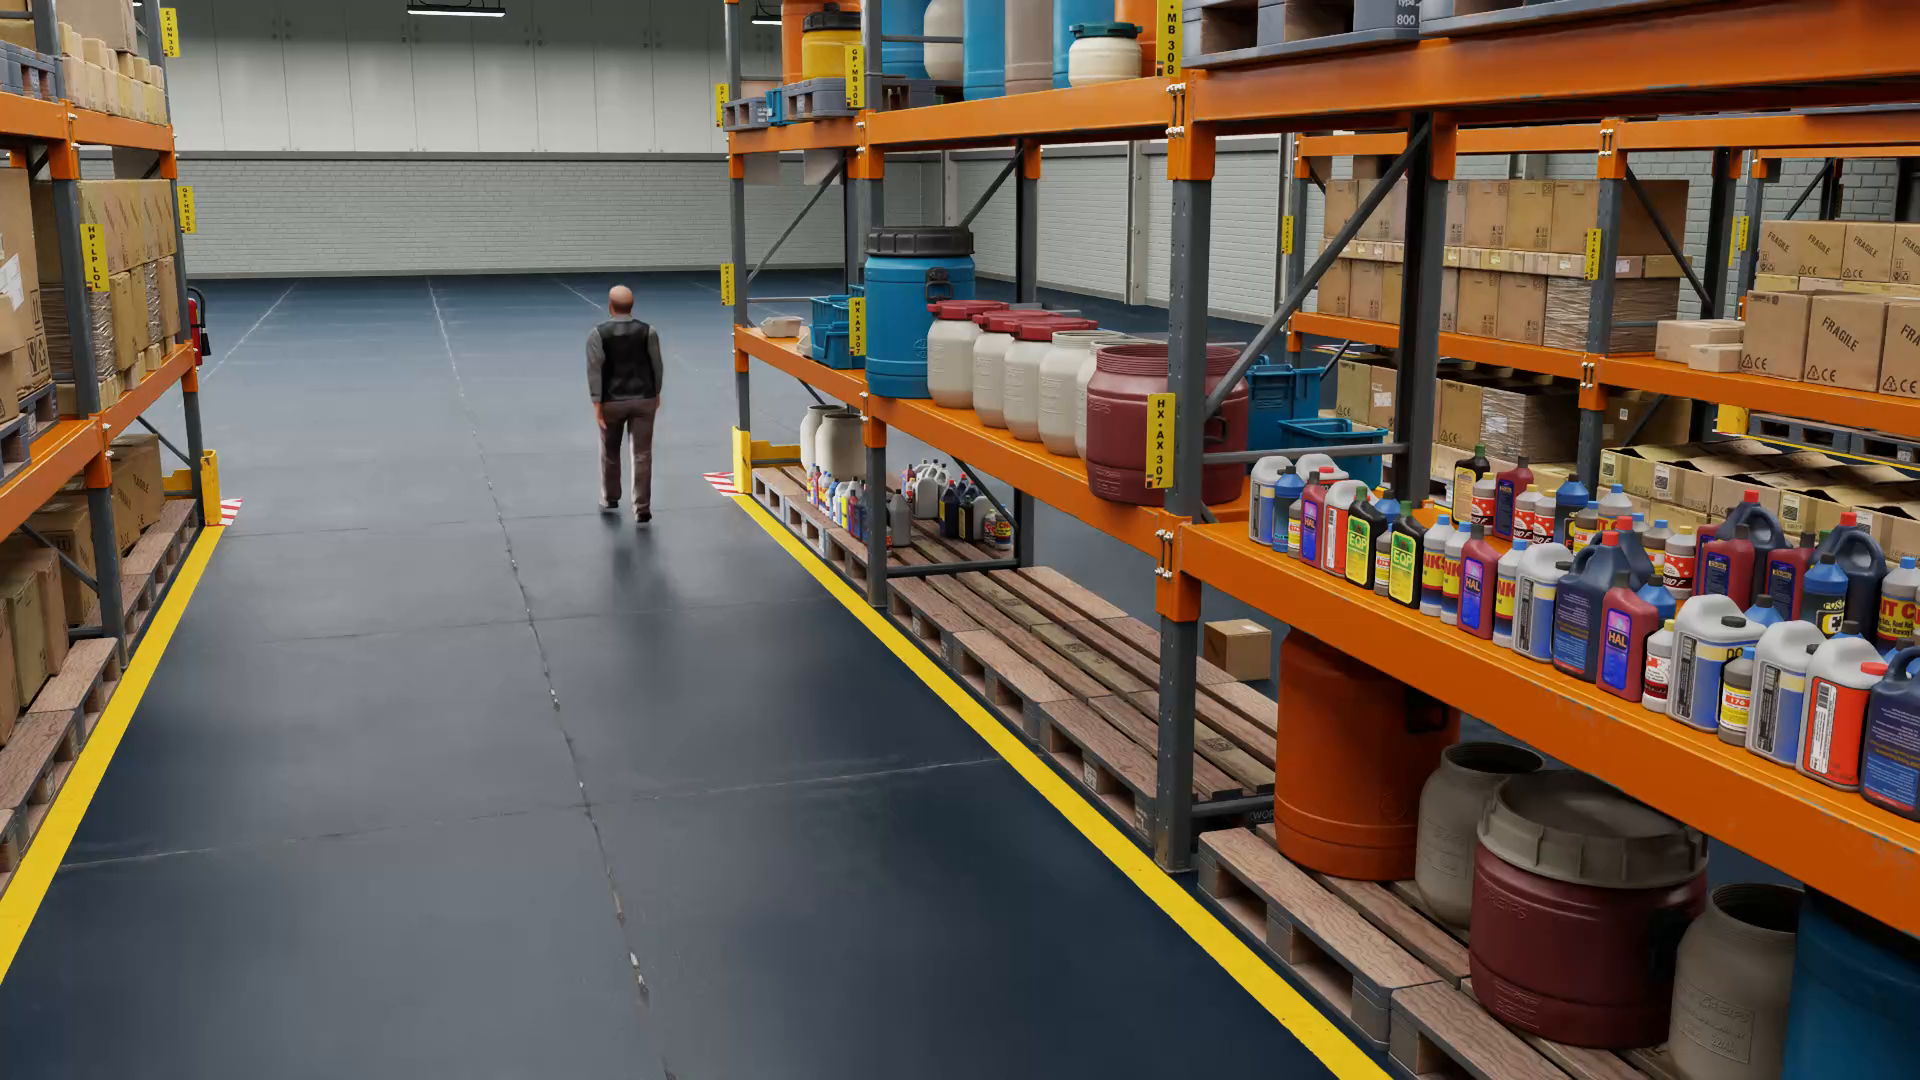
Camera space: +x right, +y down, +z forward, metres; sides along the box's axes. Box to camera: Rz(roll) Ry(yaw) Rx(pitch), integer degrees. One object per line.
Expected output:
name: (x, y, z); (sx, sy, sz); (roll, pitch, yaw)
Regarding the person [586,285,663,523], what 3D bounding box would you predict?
person: (-2.436, -1.015, 12.091); (0.558, 1.672, 0.957); (-4, 13, -17)
